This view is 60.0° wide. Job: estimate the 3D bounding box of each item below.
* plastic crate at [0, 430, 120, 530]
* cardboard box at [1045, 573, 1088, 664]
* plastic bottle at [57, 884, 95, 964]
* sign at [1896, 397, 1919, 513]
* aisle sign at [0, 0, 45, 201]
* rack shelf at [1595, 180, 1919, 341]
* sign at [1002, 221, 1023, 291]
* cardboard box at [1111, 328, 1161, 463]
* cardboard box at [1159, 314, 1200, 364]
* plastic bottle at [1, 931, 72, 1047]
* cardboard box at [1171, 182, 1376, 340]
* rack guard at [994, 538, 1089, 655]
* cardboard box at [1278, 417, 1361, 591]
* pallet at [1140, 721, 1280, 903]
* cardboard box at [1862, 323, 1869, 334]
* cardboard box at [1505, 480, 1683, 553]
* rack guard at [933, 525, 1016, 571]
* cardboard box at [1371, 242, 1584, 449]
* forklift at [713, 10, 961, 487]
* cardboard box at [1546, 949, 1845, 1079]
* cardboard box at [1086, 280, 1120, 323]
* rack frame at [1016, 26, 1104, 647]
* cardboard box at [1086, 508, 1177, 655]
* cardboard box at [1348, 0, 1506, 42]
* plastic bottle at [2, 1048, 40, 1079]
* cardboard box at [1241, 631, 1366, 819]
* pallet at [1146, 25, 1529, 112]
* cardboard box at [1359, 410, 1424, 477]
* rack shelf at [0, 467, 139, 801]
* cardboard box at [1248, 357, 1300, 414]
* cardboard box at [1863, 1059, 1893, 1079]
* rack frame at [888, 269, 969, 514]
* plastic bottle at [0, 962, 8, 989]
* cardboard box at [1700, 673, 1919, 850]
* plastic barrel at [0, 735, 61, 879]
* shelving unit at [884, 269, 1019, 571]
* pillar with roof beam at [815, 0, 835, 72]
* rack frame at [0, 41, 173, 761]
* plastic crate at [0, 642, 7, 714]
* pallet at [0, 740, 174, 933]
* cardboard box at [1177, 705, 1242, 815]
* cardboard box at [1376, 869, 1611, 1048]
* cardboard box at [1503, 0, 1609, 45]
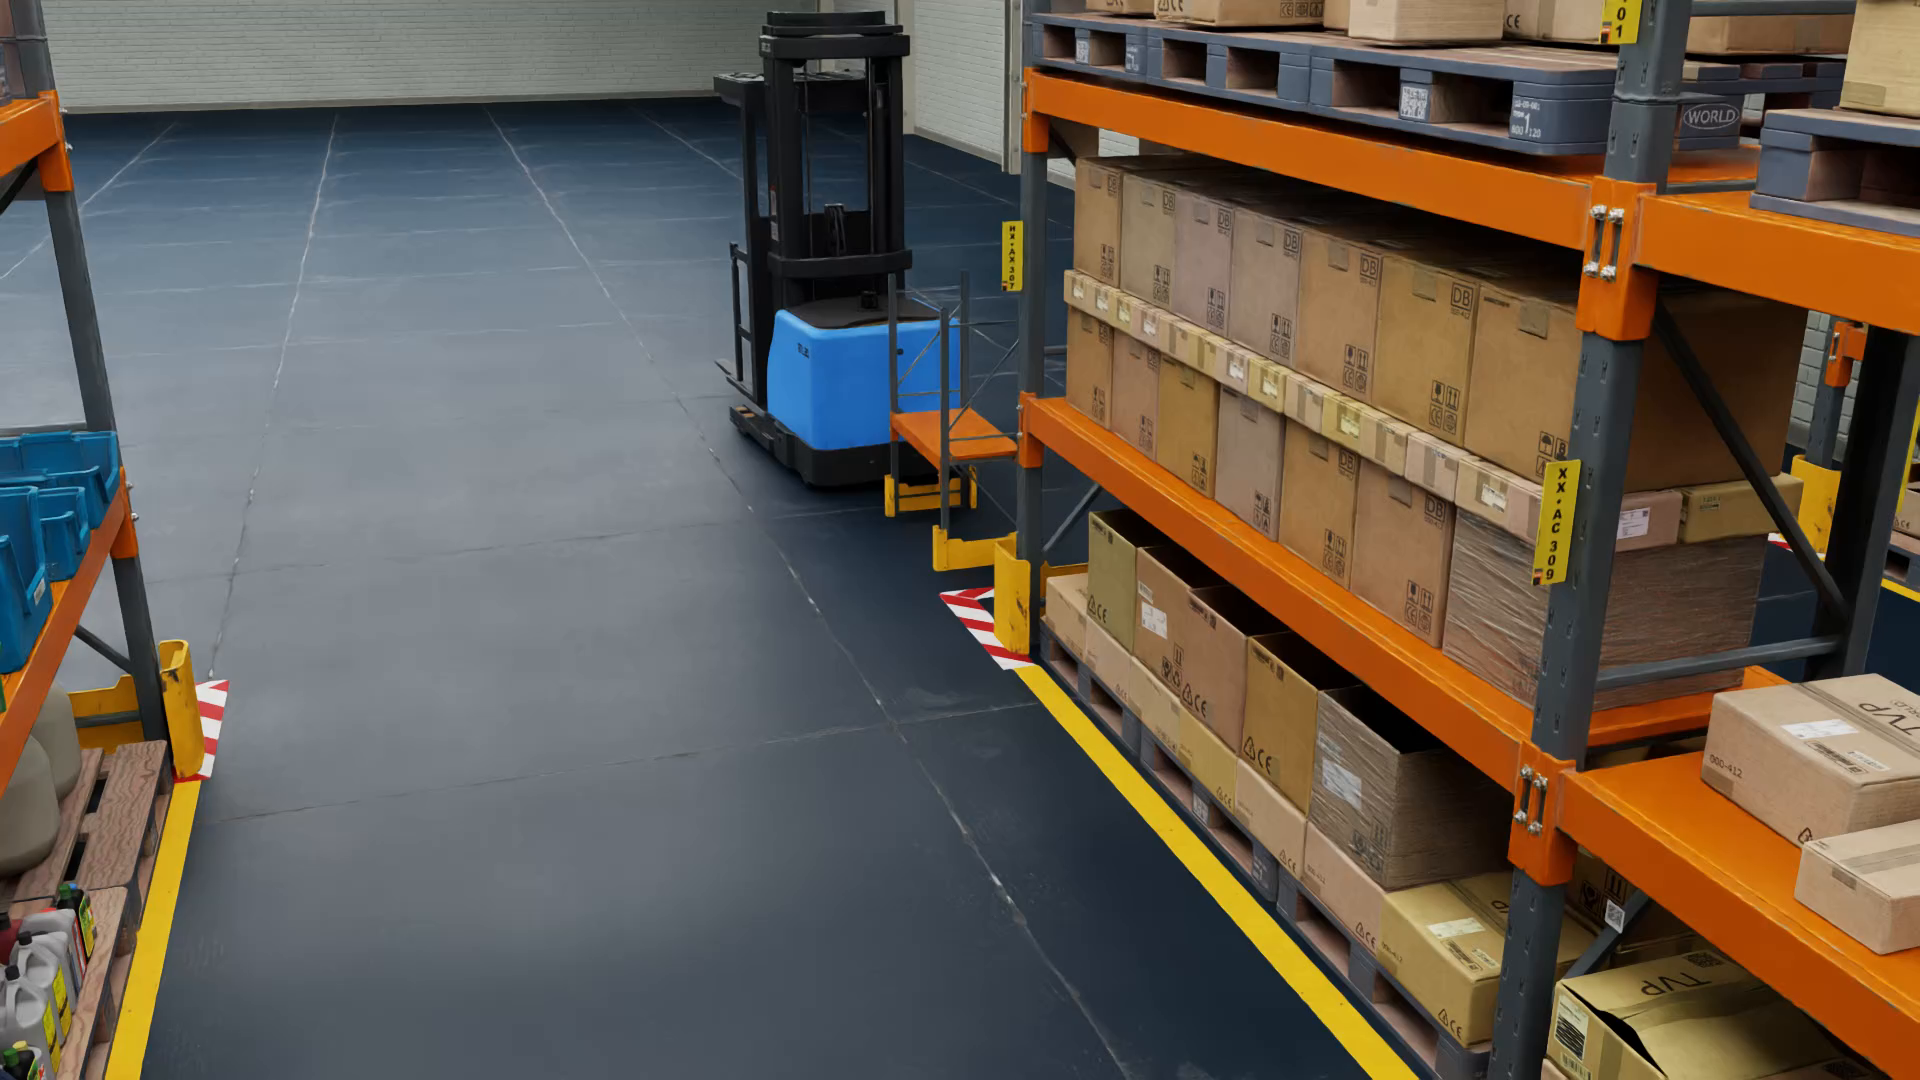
[{"bbox_3d":[-3.488,-0.217,6.303,0.499,0.251,0.616,-6,21,-17],"label":"plastic crate"},{"bbox_3d":[0.731,0.351,7.947,0.500,0.250,0.500,-6,21,-17],"label":"cardboard box"},{"bbox_3d":[-2.882,1.234,5.411,0.061,0.283,0.133,-6,21,-16],"label":"plastic bottle"},{"bbox_3d":[2.543,-0.226,4.511,0.100,0.325,0.005,-6,21,-17],"label":"sign"},{"bbox_3d":[-3.670,-1.694,6.349,0.394,0.787,0.004,-6,21,-17],"label":"aisle sign"},{"bbox_3d":[2.660,-0.088,2.352,1.077,0.370,4.000,-6,21,-17],"label":"rack shelf"},{"bbox_3d":[0.245,-1.328,7.780,0.100,0.325,0.005,-6,21,-17],"label":"sign"},{"bbox_3d":[1.078,-0.669,7.193,0.700,0.500,0.500,-6,21,-16],"label":"cardboard box"},{"bbox_3d":[1.019,-0.813,6.635,0.380,0.149,0.250,-7,21,-19],"label":"cardboard box"},{"bbox_3d":[-2.783,1.348,4.994,0.144,0.351,0.185,-6,20,-15],"label":"plastic bottle"},{"bbox_3d":[1.255,-1.100,6.475,0.700,0.500,0.500,-6,21,-17],"label":"cardboard box"},{"bbox_3d":[0.767,0.228,8.542,1.175,0.500,0.348,-6,21,-17],"label":"rack guard"},{"bbox_3d":[1.560,-0.176,5.821,0.700,0.500,0.500,-6,21,-16],"label":"cardboard box"},{"bbox_3d":[1.434,1.003,6.811,1.003,0.211,1.213,-6,21,-17],"label":"pallet"},{"bbox_3d":[5.328,-1.217,9.059,0.500,0.250,0.500,-7,21,-19],"label":"cardboard box"},{"bbox_3d":[1.743,-0.074,4.577,0.380,0.149,0.250,-6,21,-17],"label":"cardboard box"},{"bbox_3d":[0.133,0.018,9.497,0.587,0.250,0.087,-6,21,-17],"label":"rack guard"},{"bbox_3d":[1.726,-0.618,5.134,0.700,0.500,0.500,-6,21,-17],"label":"cardboard box"},{"bbox_3d":[-1.036,-2.182,11.656,1.130,2.935,3.031,-8,21,-22],"label":"forklift"},{"bbox_3d":[1.925,1.334,4.381,0.500,0.311,0.500,-6,21,-17],"label":"cardboard box"},{"bbox_3d":[0.779,-1.060,7.322,0.380,0.149,0.250,-7,21,-19],"label":"cardboard box"},{"bbox_3d":[0.774,-0.941,8.098,1.000,3.000,0.127,-6,21,-17],"label":"rack frame"},{"bbox_3d":[0.890,0.159,7.374,0.500,0.500,0.500,-6,21,-17],"label":"cardboard box"},{"bbox_3d":[1.393,-1.572,4.962,0.380,0.149,0.250,-6,21,-17],"label":"cardboard box"},{"bbox_3d":[-2.604,1.518,4.620,0.061,0.283,0.133,-5,20,-15],"label":"plastic bottle"},{"bbox_3d":[1.371,0.639,6.037,0.500,0.500,0.500,-6,21,-17],"label":"cardboard box"},{"bbox_3d":[1.359,-1.689,5.875,1.003,0.211,1.213,-6,21,-17],"label":"pallet"},{"bbox_3d":[1.498,-0.321,5.267,0.380,0.149,0.250,-6,21,-17],"label":"cardboard box"},{"bbox_3d":[-3.301,0.565,4.971,1.077,0.370,4.000,-6,21,-17],"label":"rack shelf"},{"bbox_3d":[1.259,-0.566,5.949,0.380,0.149,0.250,-6,21,-15],"label":"cardboard box"},{"bbox_3d":[2.600,1.441,4.083,0.500,0.311,0.500,-6,21,-16],"label":"cardboard box"},{"bbox_3d":[-0.187,-0.896,10.193,0.500,1.500,0.032,-6,21,-17],"label":"rack frame"},{"bbox_3d":[-2.952,1.385,5.113,0.097,0.201,0.097,0,20,0],"label":"plastic bottle"},{"bbox_3d":[2.228,0.567,4.123,0.500,0.250,0.500,-5,20,-14],"label":"cardboard box"},{"bbox_3d":[-3.492,0.922,5.973,0.421,0.512,0.421,0,20,0],"label":"plastic barrel"},{"bbox_3d":[-0.024,-0.730,9.731,0.587,1.500,1.083,-6,21,-17],"label":"shelving unit"},{"bbox_3d":[-6.999,-13.329,33.713,9.100,9.000,0.400,-6,21,-17],"label":"pillar with roof beam"},{"bbox_3d":[-3.929,-0.416,6.636,1.000,3.000,0.127,-6,21,-17],"label":"rack frame"},{"bbox_3d":[-2.831,0.502,4.395,0.450,0.188,0.662,-6,21,-17],"label":"plastic crate"},{"bbox_3d":[-3.611,1.177,6.326,1.003,0.211,1.213,-6,21,-17],"label":"pallet"},{"bbox_3d":[1.201,0.833,6.606,0.500,0.250,0.500,-6,21,-17],"label":"cardboard box"},{"bbox_3d":[1.678,1.314,5.268,0.500,0.250,0.500,-6,21,-17],"label":"cardboard box"},{"bbox_3d":[1.954,-1.653,4.948,0.500,0.311,0.500,-8,21,-20],"label":"cardboard box"}]
